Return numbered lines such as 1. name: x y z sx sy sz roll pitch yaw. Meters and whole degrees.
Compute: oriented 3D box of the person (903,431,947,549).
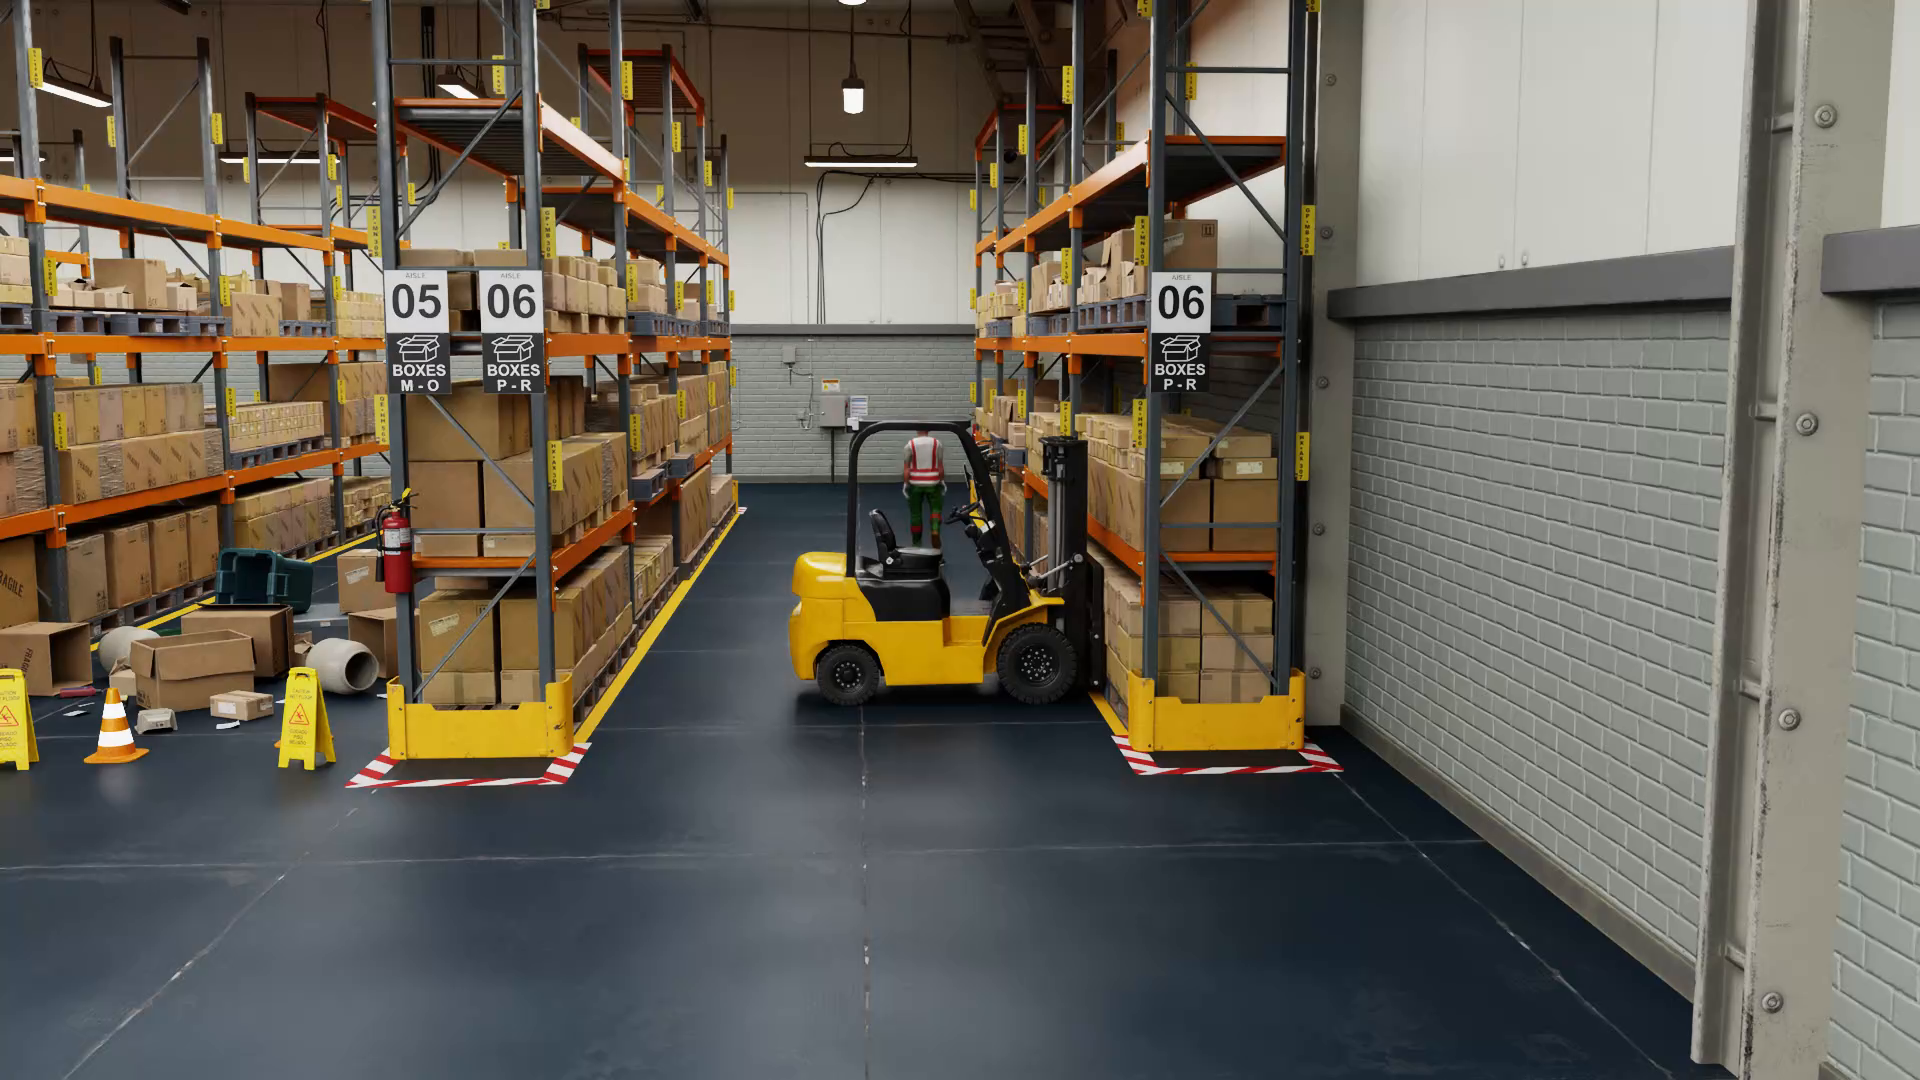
1. person: -0.461 -0.726 21.585 0.572 1.780 0.714 -1 7 -5
